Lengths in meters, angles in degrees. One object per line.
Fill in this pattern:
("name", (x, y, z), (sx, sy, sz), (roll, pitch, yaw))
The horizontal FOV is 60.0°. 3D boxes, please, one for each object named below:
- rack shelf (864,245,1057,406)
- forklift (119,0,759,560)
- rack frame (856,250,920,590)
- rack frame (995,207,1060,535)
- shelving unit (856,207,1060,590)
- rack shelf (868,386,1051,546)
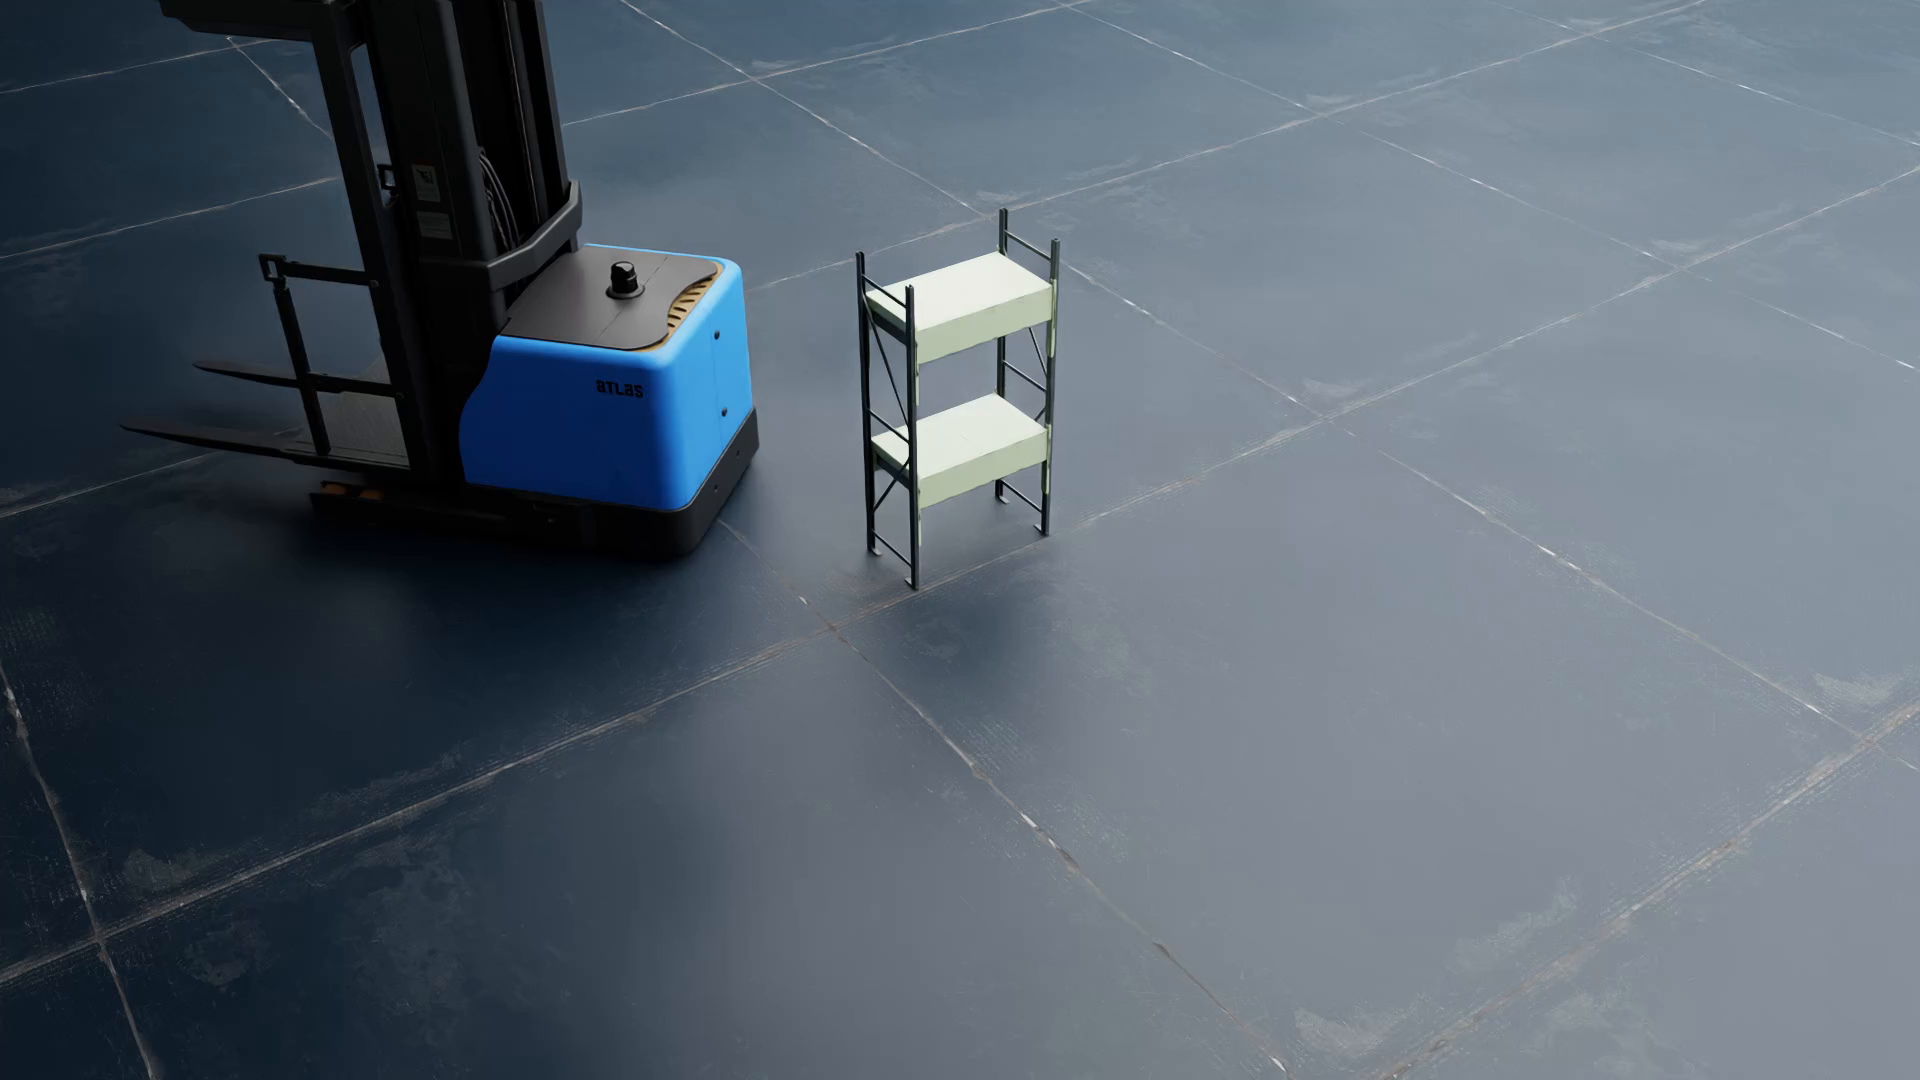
("rack shelf", (-0.005, -0.923, 7.081), (0.720, 0.370, 0.431), (-22, 41, -28))
("forklift", (-2.573, -1.553, 7.398), (3.031, 2.935, 1.130), (8, 36, 11))
("rack frame", (-0.305, -0.484, 7.138), (0.023, 1.500, 0.400), (-22, 41, -28))
("rack frame", (0.294, -0.730, 7.480), (0.023, 1.500, 0.400), (-22, 41, -28))
("shelving unit", (-0.005, -0.607, 7.309), (0.755, 1.500, 0.431), (-22, 41, -28))
("rack shelf", (-0.005, -0.342, 7.499), (0.720, 0.370, 0.431), (-22, 41, -28))
